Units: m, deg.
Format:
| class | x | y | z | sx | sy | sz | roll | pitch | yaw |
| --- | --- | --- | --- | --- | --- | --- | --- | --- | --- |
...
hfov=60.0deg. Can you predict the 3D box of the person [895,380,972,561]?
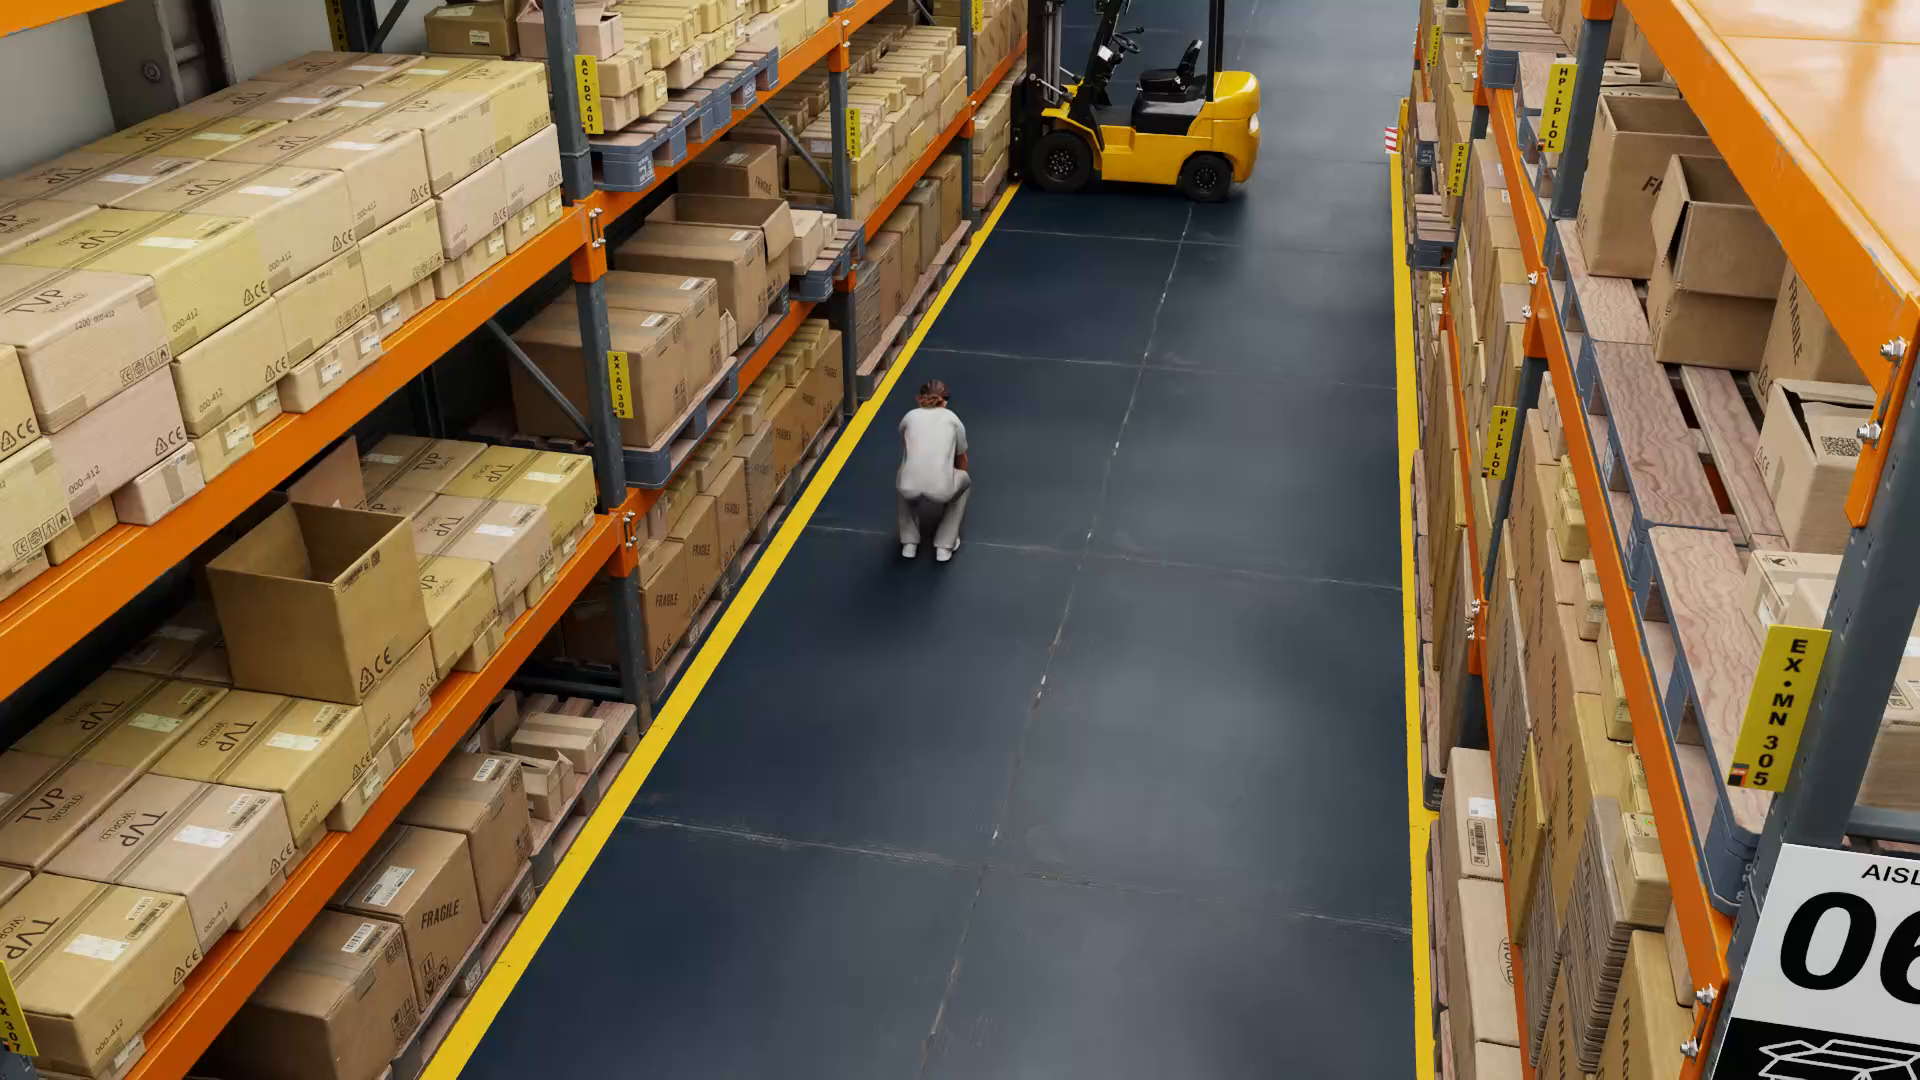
| class | x | y | z | sx | sy | sz | roll | pitch | yaw |
| --- | --- | --- | --- | --- | --- | --- | --- | --- | --- |
| person | -0.170 | -0.417 | 10.136 | 0.460 | 0.940 | 0.827 | 4 | 29 | 8 |
